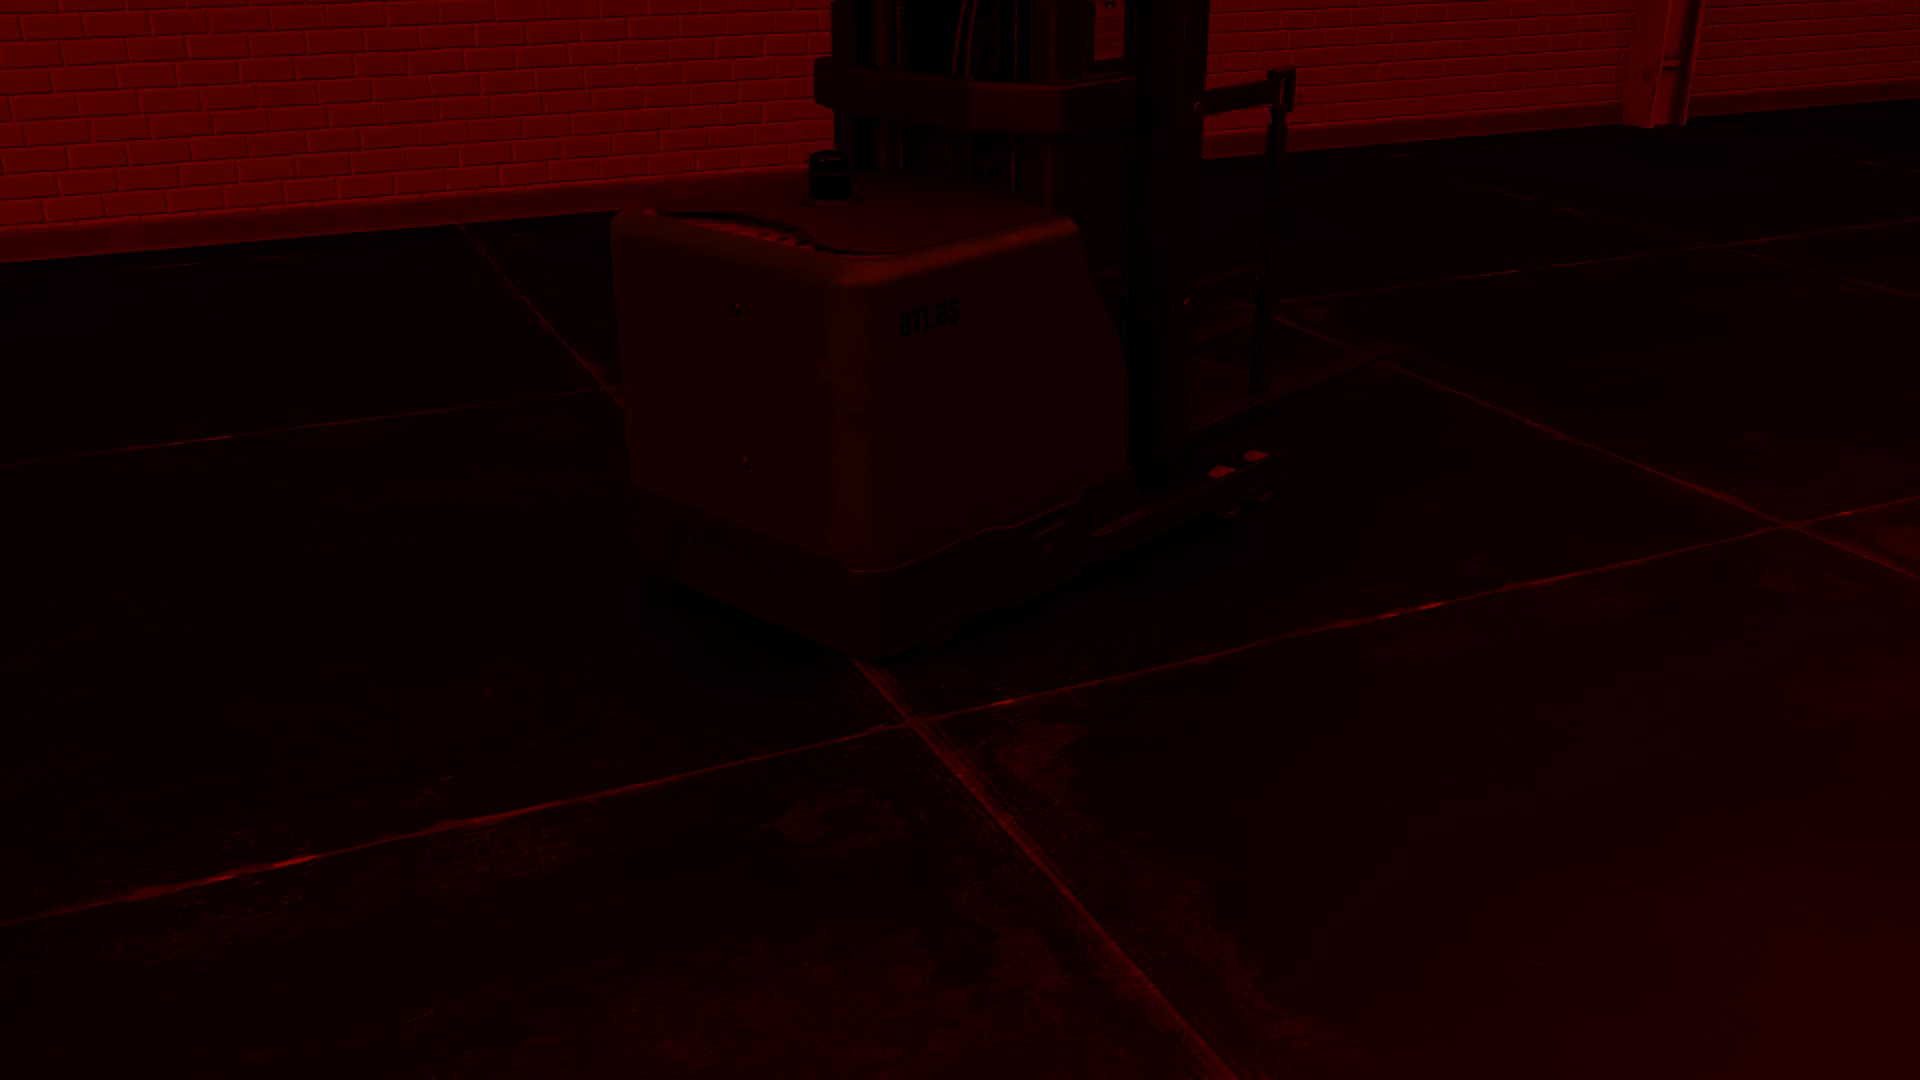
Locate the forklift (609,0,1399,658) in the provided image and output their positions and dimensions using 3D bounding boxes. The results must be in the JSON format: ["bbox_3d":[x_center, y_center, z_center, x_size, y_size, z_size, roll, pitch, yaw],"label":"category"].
[{"bbox_3d":[0.405,-1.538,4.989,1.130,2.935,3.031,19,29,38],"label":"forklift"}]
